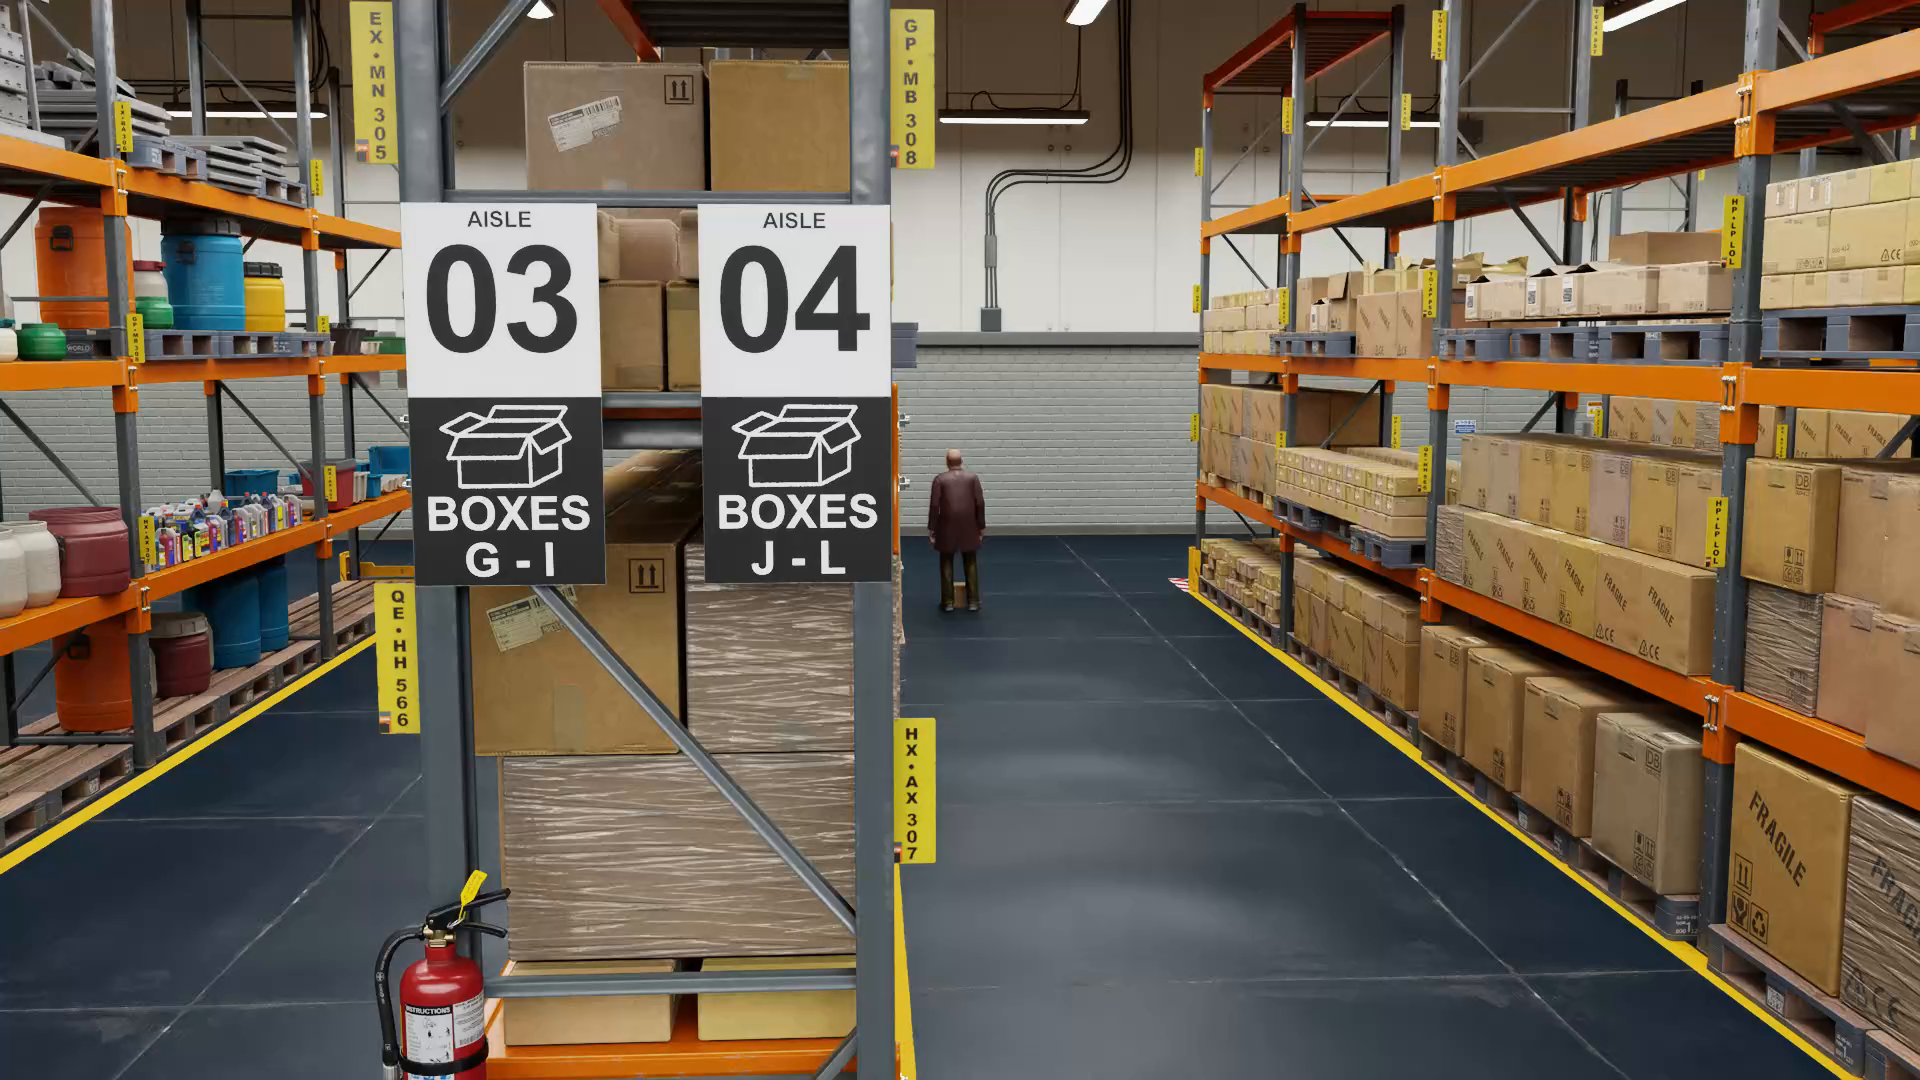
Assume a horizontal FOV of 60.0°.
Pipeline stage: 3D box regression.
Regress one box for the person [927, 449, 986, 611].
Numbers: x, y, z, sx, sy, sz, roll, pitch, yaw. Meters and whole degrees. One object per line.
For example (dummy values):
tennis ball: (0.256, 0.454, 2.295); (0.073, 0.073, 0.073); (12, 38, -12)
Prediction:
person: (-0.039, -0.113, 18.269); (0.648, 1.772, 0.433); (-1, 7, -7)
